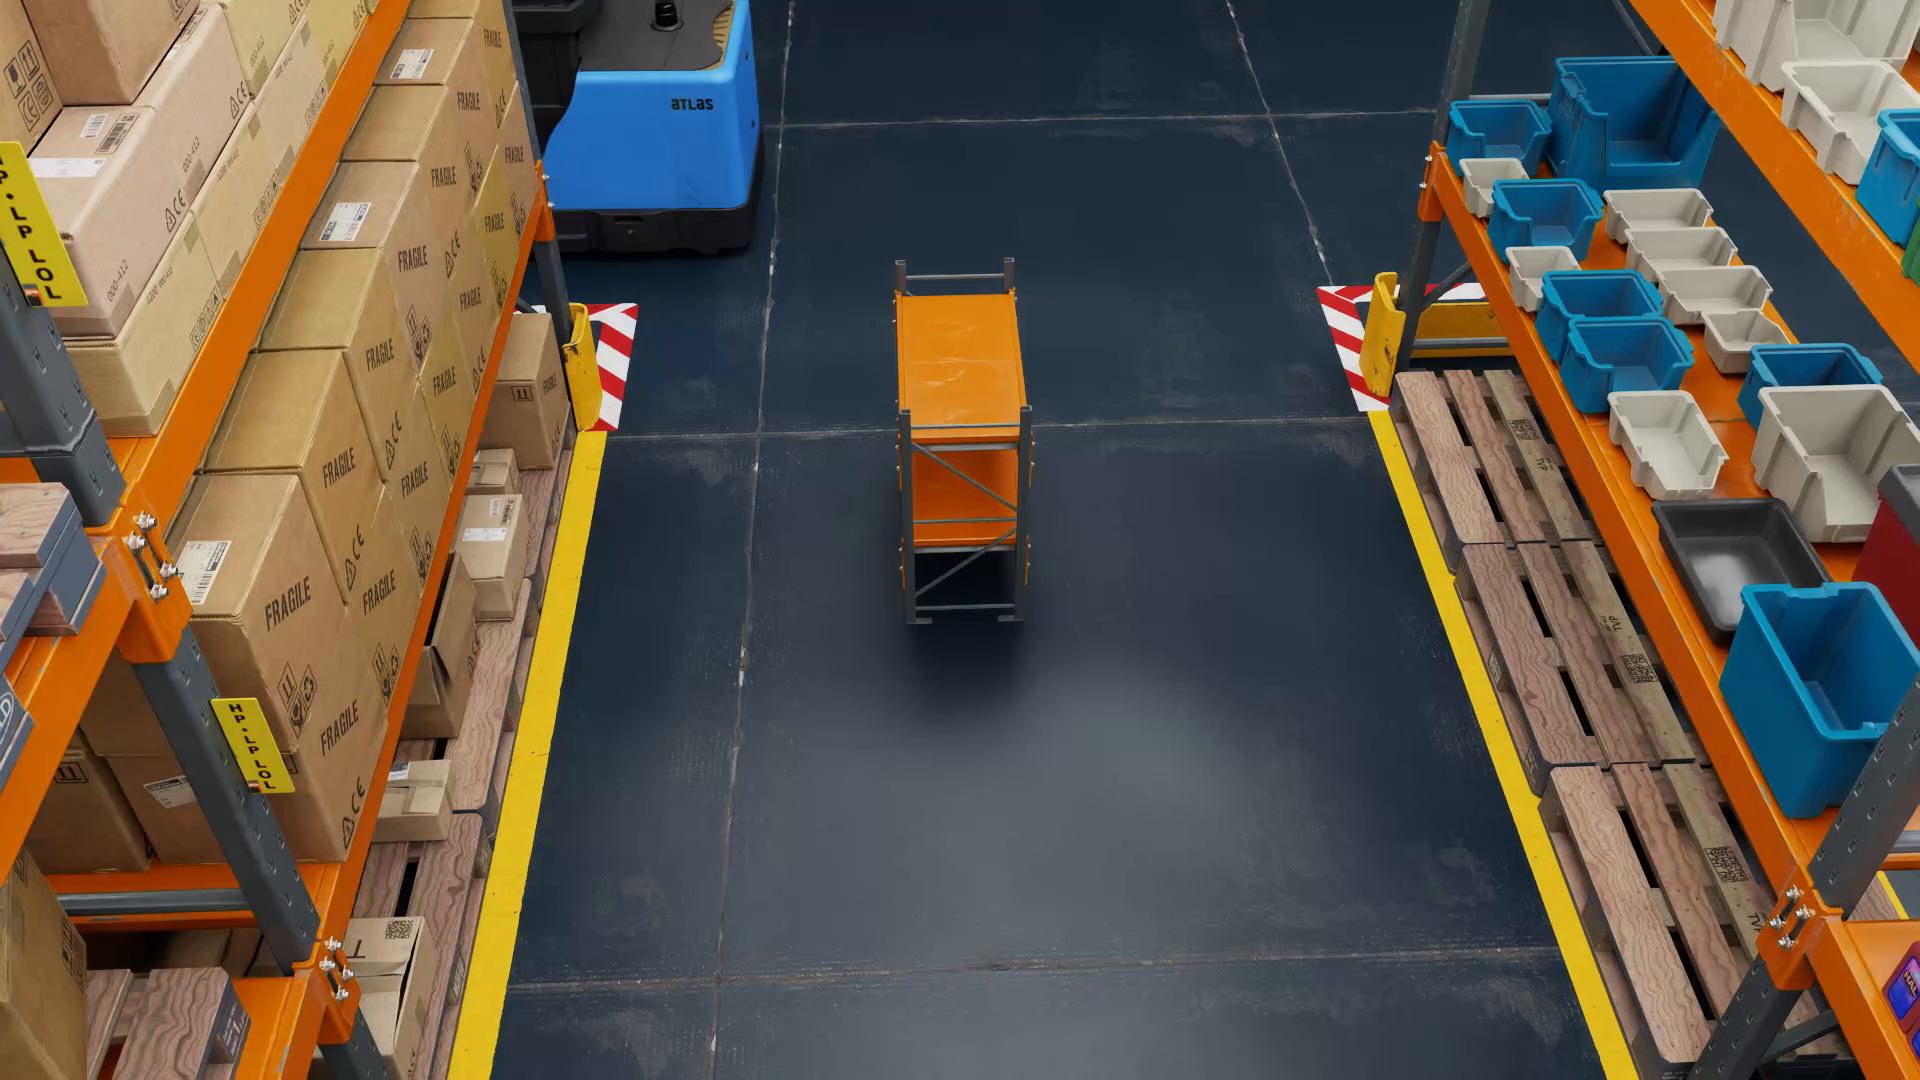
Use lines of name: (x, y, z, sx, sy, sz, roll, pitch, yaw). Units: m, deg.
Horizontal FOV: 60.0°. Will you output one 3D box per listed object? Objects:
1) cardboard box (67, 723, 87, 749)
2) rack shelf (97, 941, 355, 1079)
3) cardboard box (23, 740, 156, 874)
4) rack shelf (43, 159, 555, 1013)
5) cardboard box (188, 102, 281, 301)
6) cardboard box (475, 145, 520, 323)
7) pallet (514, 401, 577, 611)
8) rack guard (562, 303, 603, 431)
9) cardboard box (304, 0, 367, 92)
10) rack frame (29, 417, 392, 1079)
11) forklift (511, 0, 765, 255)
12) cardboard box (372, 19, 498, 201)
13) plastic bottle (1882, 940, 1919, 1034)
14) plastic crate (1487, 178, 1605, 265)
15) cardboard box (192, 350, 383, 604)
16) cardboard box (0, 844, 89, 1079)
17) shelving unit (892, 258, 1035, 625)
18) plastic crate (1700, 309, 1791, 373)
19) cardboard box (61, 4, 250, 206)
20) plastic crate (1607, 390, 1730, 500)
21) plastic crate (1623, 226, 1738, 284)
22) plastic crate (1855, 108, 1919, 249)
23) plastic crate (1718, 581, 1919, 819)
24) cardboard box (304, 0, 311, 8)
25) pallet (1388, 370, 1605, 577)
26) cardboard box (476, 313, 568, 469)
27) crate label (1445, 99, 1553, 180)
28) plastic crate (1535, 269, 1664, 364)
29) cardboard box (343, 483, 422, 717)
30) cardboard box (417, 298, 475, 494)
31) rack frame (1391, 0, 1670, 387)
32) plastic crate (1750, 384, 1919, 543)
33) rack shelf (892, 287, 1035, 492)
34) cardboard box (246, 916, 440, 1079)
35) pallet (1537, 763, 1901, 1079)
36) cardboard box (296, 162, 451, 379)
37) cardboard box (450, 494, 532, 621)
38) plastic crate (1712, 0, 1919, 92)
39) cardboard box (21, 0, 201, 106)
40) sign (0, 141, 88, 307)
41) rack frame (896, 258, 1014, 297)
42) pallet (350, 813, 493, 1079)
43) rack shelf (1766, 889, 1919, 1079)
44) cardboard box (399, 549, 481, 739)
cardboard box: (-2.450, 0.180, 4.170, 0.500, 0.500, 0.500, -1, 43, -2)
rack shelf: (-2.085, 2.534, 2.947, 1.077, 0.370, 4.000, -2, 43, -2)
cardboard box: (-2.448, 0.552, 4.503, 0.500, 0.500, 0.500, -1, 43, -1)
rack shelf: (-2.255, -0.166, 5.893, 1.077, 0.370, 4.000, -2, 43, -2)
cardboard box: (-1.961, -0.804, 3.948, 0.500, 0.250, 0.500, -2, 43, -2)
cardboard box: (-2.023, -1.173, 6.386, 0.500, 0.500, 0.500, -1, 43, -1)
pallet: (-2.302, -0.164, 7.422, 1.003, 0.211, 1.213, -2, 43, -2)
rack guard: (-2.337, -0.809, 7.912, 1.175, 0.500, 0.348, -2, 43, -2)
cardboard box: (-2.005, -1.479, 4.685, 0.500, 0.250, 0.500, -2, 43, -2)
rack frame: (-2.170, 0.919, 4.177, 1.000, 3.000, 0.127, -2, 43, -2)
forklift: (-2.649, -2.958, 8.457, 3.031, 2.935, 1.130, 0, 43, 0)
cardboard box: (-2.024, -1.553, 6.060, 0.500, 0.500, 0.500, -1, 43, -1)
plastic bottle: (2.368, 1.082, 4.085, 0.061, 0.283, 0.133, -2, 43, -2)
plastic crate: (2.319, -1.261, 6.635, 0.416, 0.233, 0.300, -2, 43, -2)
cardboard box: (-1.931, -0.161, 4.541, 0.500, 0.500, 0.500, -3, 43, -3)
cardboard box: (-2.373, 1.054, 3.646, 0.700, 0.500, 0.500, -15, 45, -16)
shelving unit: (0.000, -0.419, 7.025, 0.538, 1.125, 1.048, -2, 43, -2)
plastic crate: (2.890, -0.718, 6.114, 0.298, 0.136, 0.250, -2, 43, -2)
cardboard box: (-1.966, -0.989, 3.779, 0.500, 0.250, 0.500, -2, 43, -2)
plastic crate: (2.405, -0.312, 5.671, 0.293, 0.136, 0.466, -2, 43, -2)
plastic crate: (2.822, -1.104, 6.535, 0.396, 0.136, 0.243, -2, 43, -2)
plastic crate: (2.421, -0.870, 4.033, 0.416, 0.233, 0.300, -2, 43, -2)
plastic crate: (2.418, 0.458, 4.648, 0.392, 0.384, 0.575, -2, 43, -2)
cardboard box: (-1.997, -1.664, 4.516, 0.500, 0.250, 0.500, -2, 43, -2)
pallet: (2.605, -0.335, 7.609, 1.003, 0.211, 1.213, -2, 43, -2)
cardboard box: (-2.071, -0.662, 7.426, 0.500, 0.500, 0.500, -2, 43, -2)
crate label: (2.291, -1.705, 7.120, 0.416, 0.233, 0.303, -2, 43, -2)
plastic crate: (2.347, -0.816, 6.150, 0.416, 0.233, 0.300, -2, 43, -2)
cardboard box: (-1.944, 0.185, 4.904, 0.500, 0.500, 0.500, -1, 43, -1)
cardboard box: (-1.987, -0.496, 5.647, 0.500, 0.500, 0.500, -2, 43, -2)
rack frame: (2.609, -1.921, 7.275, 1.000, 3.000, 0.127, -2, 43, -2)
plastic crate: (2.898, -0.235, 5.480, 0.437, 0.282, 0.530, -2, 43, -2)
rack shelf: (0.000, -0.635, 6.827, 0.538, 0.278, 1.000, -2, 43, -2)
cardboard box: (-1.972, 1.458, 5.253, 0.500, 0.311, 0.500, -2, 43, -2)
pallet: (2.709, 1.312, 5.812, 1.003, 0.211, 1.213, -2, 43, -2)
cardboard box: (-1.976, -0.857, 5.300, 0.500, 0.500, 0.500, 0, 43, 0)
cardboard box: (-2.060, 0.072, 6.810, 0.500, 0.250, 0.500, -2, 43, -2)
plastic crate: (2.395, -1.478, 4.660, 0.437, 0.282, 0.530, -2, 43, -2)
cardboard box: (-2.108, -1.261, 3.522, 0.700, 0.500, 0.500, -2, 43, -2)
sign: (-1.616, -0.541, 2.876, 0.100, 0.325, 0.005, -2, 43, -2)
rack frame: (-0.022, -0.762, 7.399, 0.500, 1.125, 0.032, -2, 43, -2)
pallet: (-2.198, 1.483, 5.625, 1.003, 0.211, 1.213, -2, 43, -2)
rack shelf: (2.864, 2.395, 3.099, 1.077, 0.370, 4.000, -2, 43, -2)
cardboard box: (-2.255, 0.409, 6.256, 0.797, 0.503, 0.637, -2, 43, -2)
